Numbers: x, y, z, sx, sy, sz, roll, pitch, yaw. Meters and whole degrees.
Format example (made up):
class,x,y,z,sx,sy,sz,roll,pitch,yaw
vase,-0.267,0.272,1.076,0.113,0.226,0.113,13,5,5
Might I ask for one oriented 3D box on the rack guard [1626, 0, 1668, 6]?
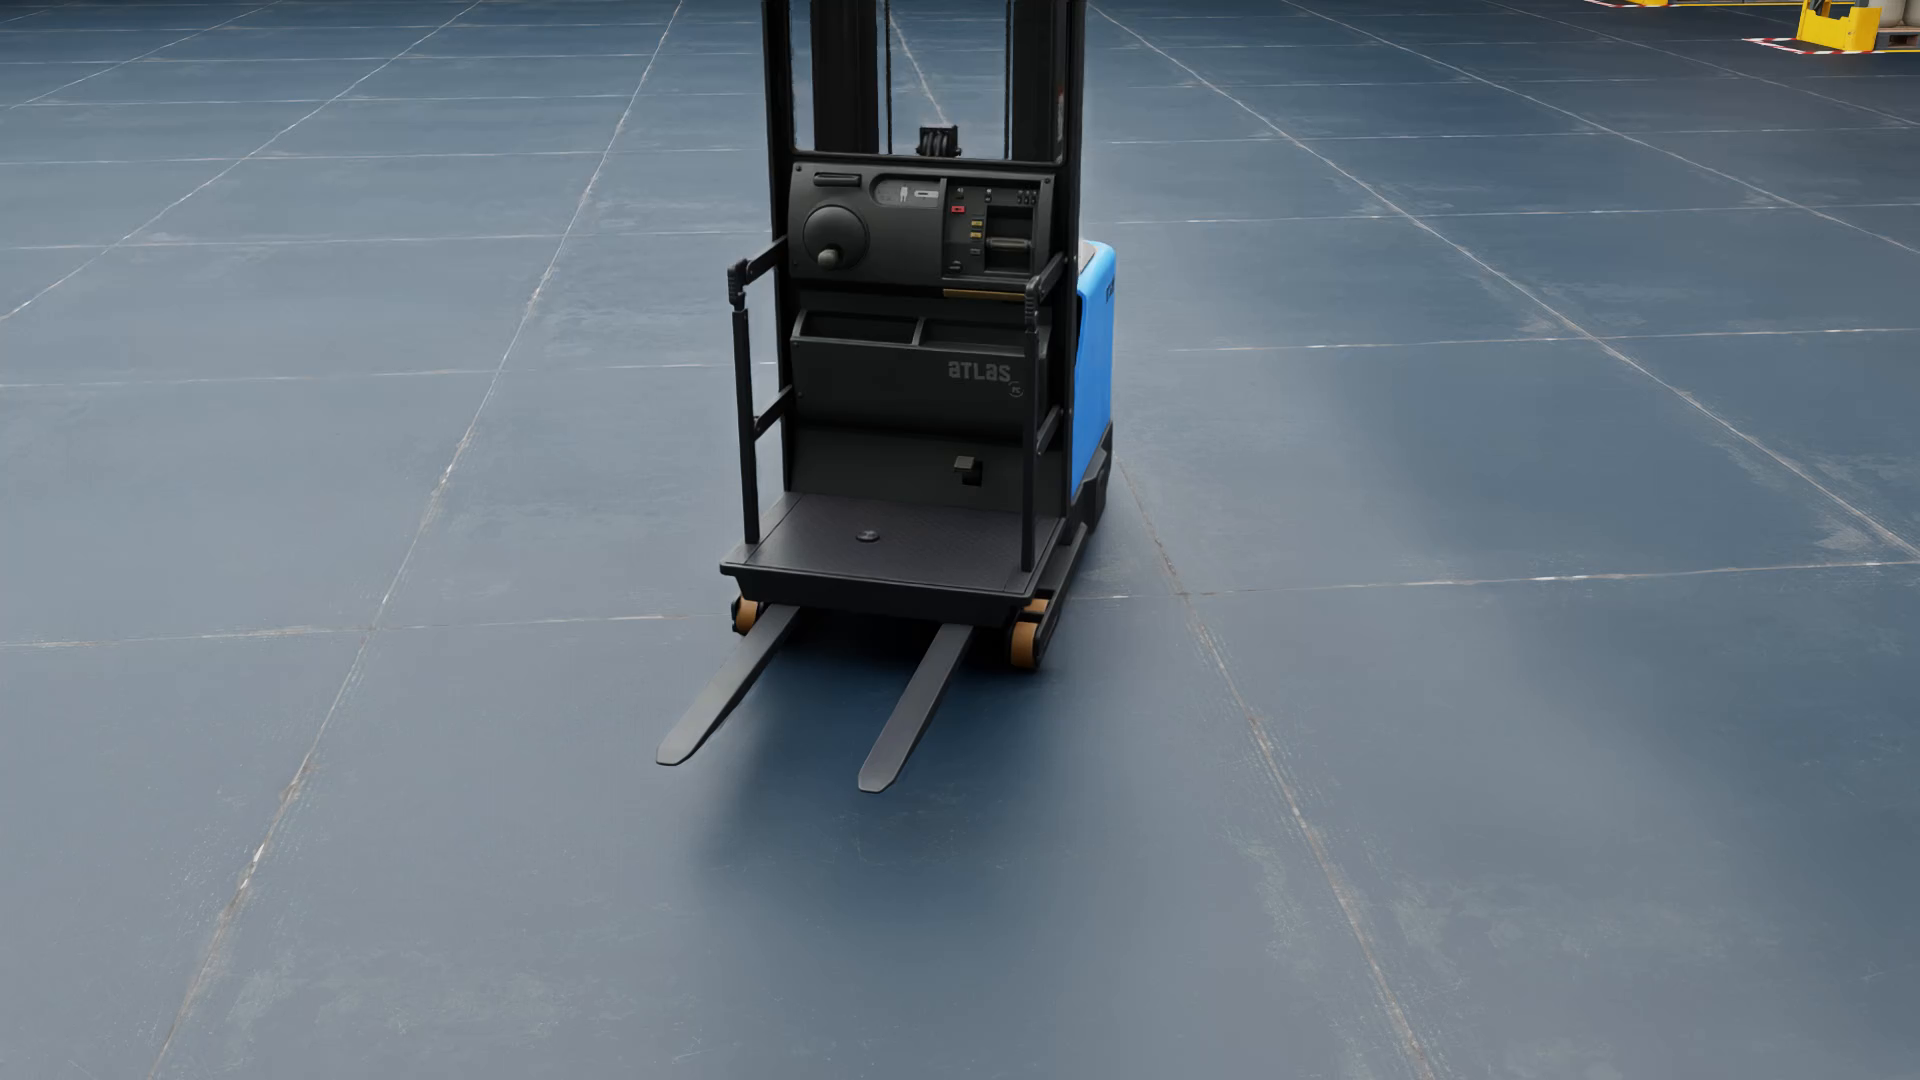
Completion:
class,x,y,z,sx,sy,sz,roll,pitch,yaw
rack guard,10.174,-8.303,24.814,0.348,0.500,1.175,-2,24,-5

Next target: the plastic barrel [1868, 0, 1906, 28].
class,x,y,z,sx,sy,sz,roll,pitch,yaw
plastic barrel,11.328,-6.556,20.352,0.421,0.512,0.421,0,24,0

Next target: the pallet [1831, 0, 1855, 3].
class,x,y,z,sx,sy,sz,roll,pitch,yaw
pallet,13.383,-8.317,25.201,1.213,0.211,1.003,-2,24,-5

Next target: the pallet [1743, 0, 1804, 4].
class,x,y,z,sx,sy,sz,roll,pitch,yaw
pallet,12.166,-8.267,25.088,1.213,0.211,1.003,-2,24,-5

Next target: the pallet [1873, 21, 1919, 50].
class,x,y,z,sx,sy,sz,roll,pitch,yaw
pallet,11.561,-6.222,20.488,1.213,0.211,1.003,-2,24,-5

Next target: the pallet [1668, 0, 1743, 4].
class,x,y,z,sx,sy,sz,roll,pitch,yaw
pallet,10.955,-8.219,24.982,1.213,0.211,1.003,-2,24,-5

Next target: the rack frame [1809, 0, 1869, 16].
class,x,y,z,sx,sy,sz,roll,pitch,yaw
rack frame,10.681,-7.444,19.804,0.127,3.000,1.000,-2,24,-5

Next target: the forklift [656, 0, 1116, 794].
class,x,y,z,sx,sy,sz,roll,pitch,yaw
forklift,-0.188,-1.063,5.533,1.130,2.935,3.031,6,25,13

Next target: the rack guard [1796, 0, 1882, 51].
class,x,y,z,sx,sy,sz,roll,pitch,yaw
rack guard,10.752,-6.323,20.361,0.348,0.500,1.175,-2,24,-5

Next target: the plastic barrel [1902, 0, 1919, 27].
class,x,y,z,sx,sy,sz,roll,pitch,yaw
plastic barrel,11.827,-6.576,20.397,0.421,0.512,0.421,0,24,0
